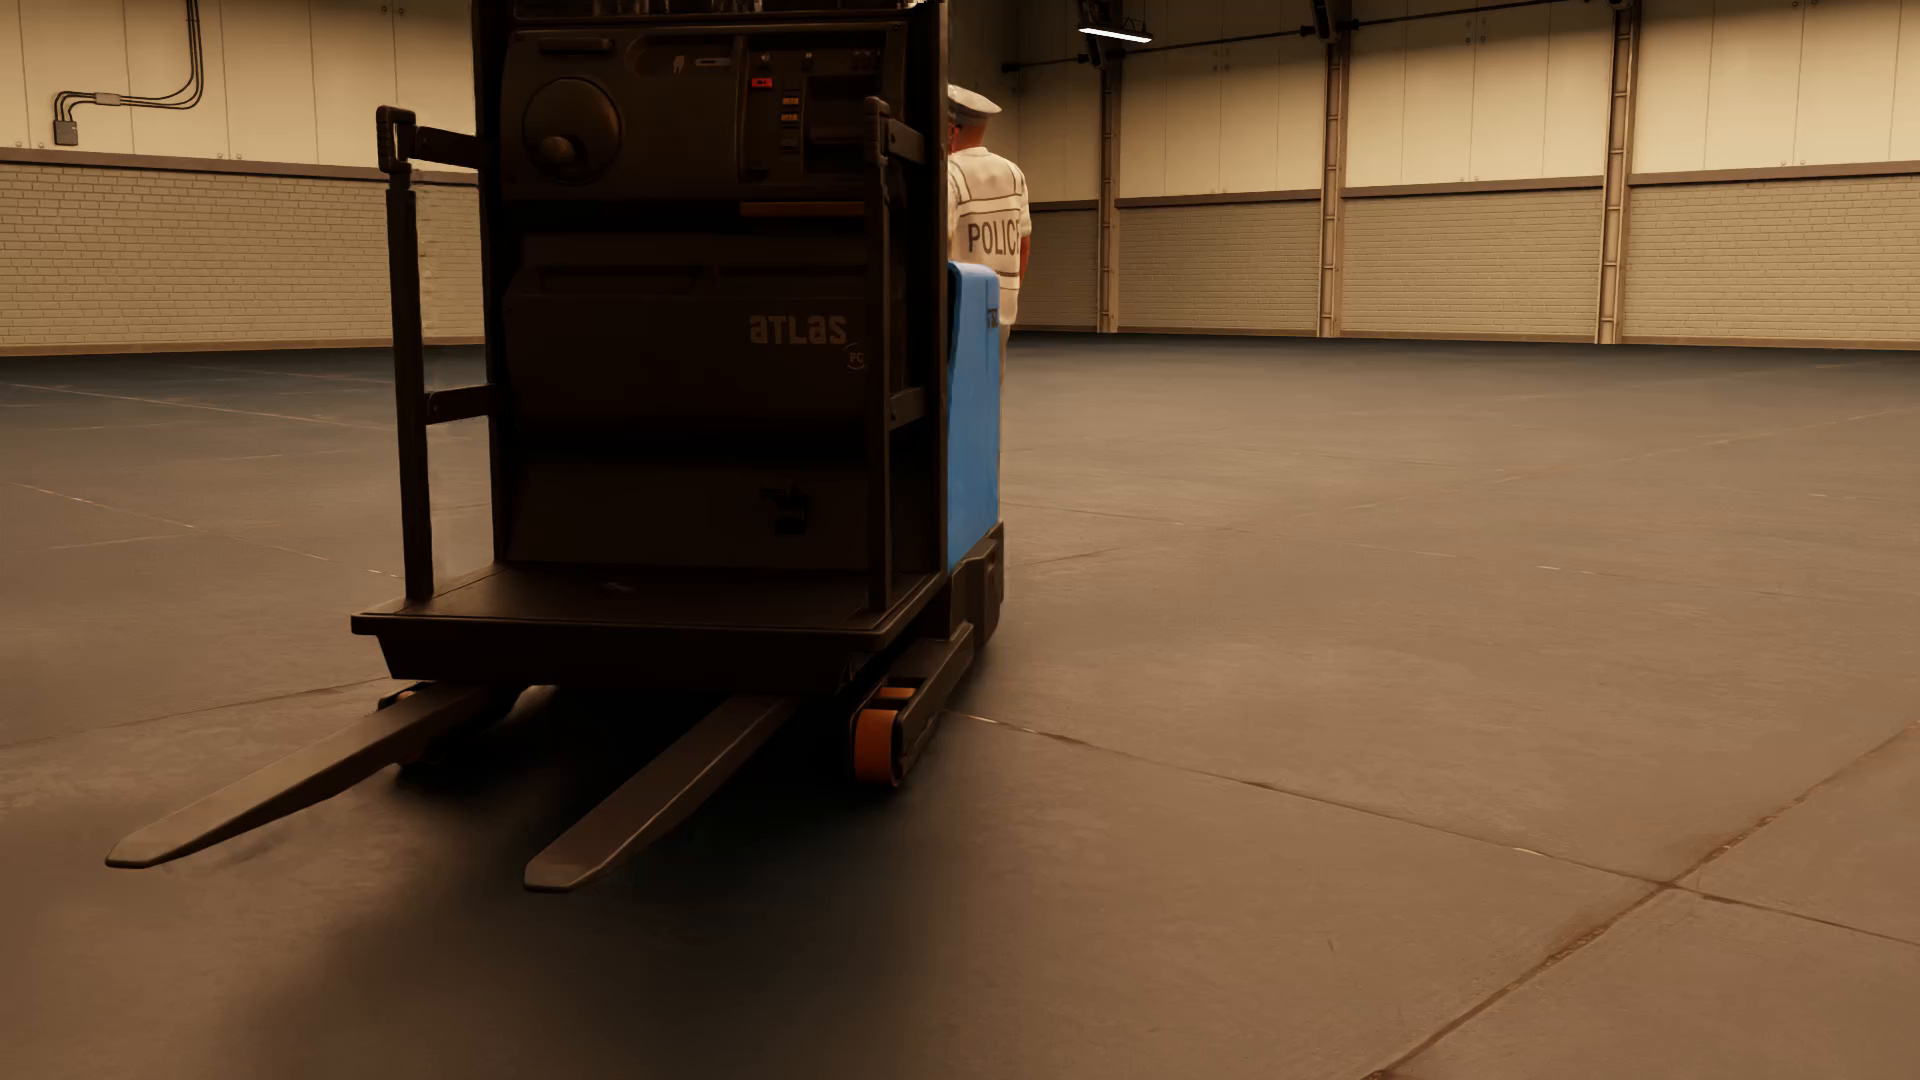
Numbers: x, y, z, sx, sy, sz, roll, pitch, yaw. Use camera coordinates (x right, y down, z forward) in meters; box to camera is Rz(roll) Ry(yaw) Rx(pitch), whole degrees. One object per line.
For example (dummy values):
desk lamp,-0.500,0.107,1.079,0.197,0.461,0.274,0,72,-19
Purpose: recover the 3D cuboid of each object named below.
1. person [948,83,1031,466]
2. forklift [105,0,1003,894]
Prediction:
person,-0.047,-0.897,6.646,0.575,1.781,0.640,8,12,43
forklift,-0.609,-1.001,3.523,1.130,2.935,3.031,1,9,9
